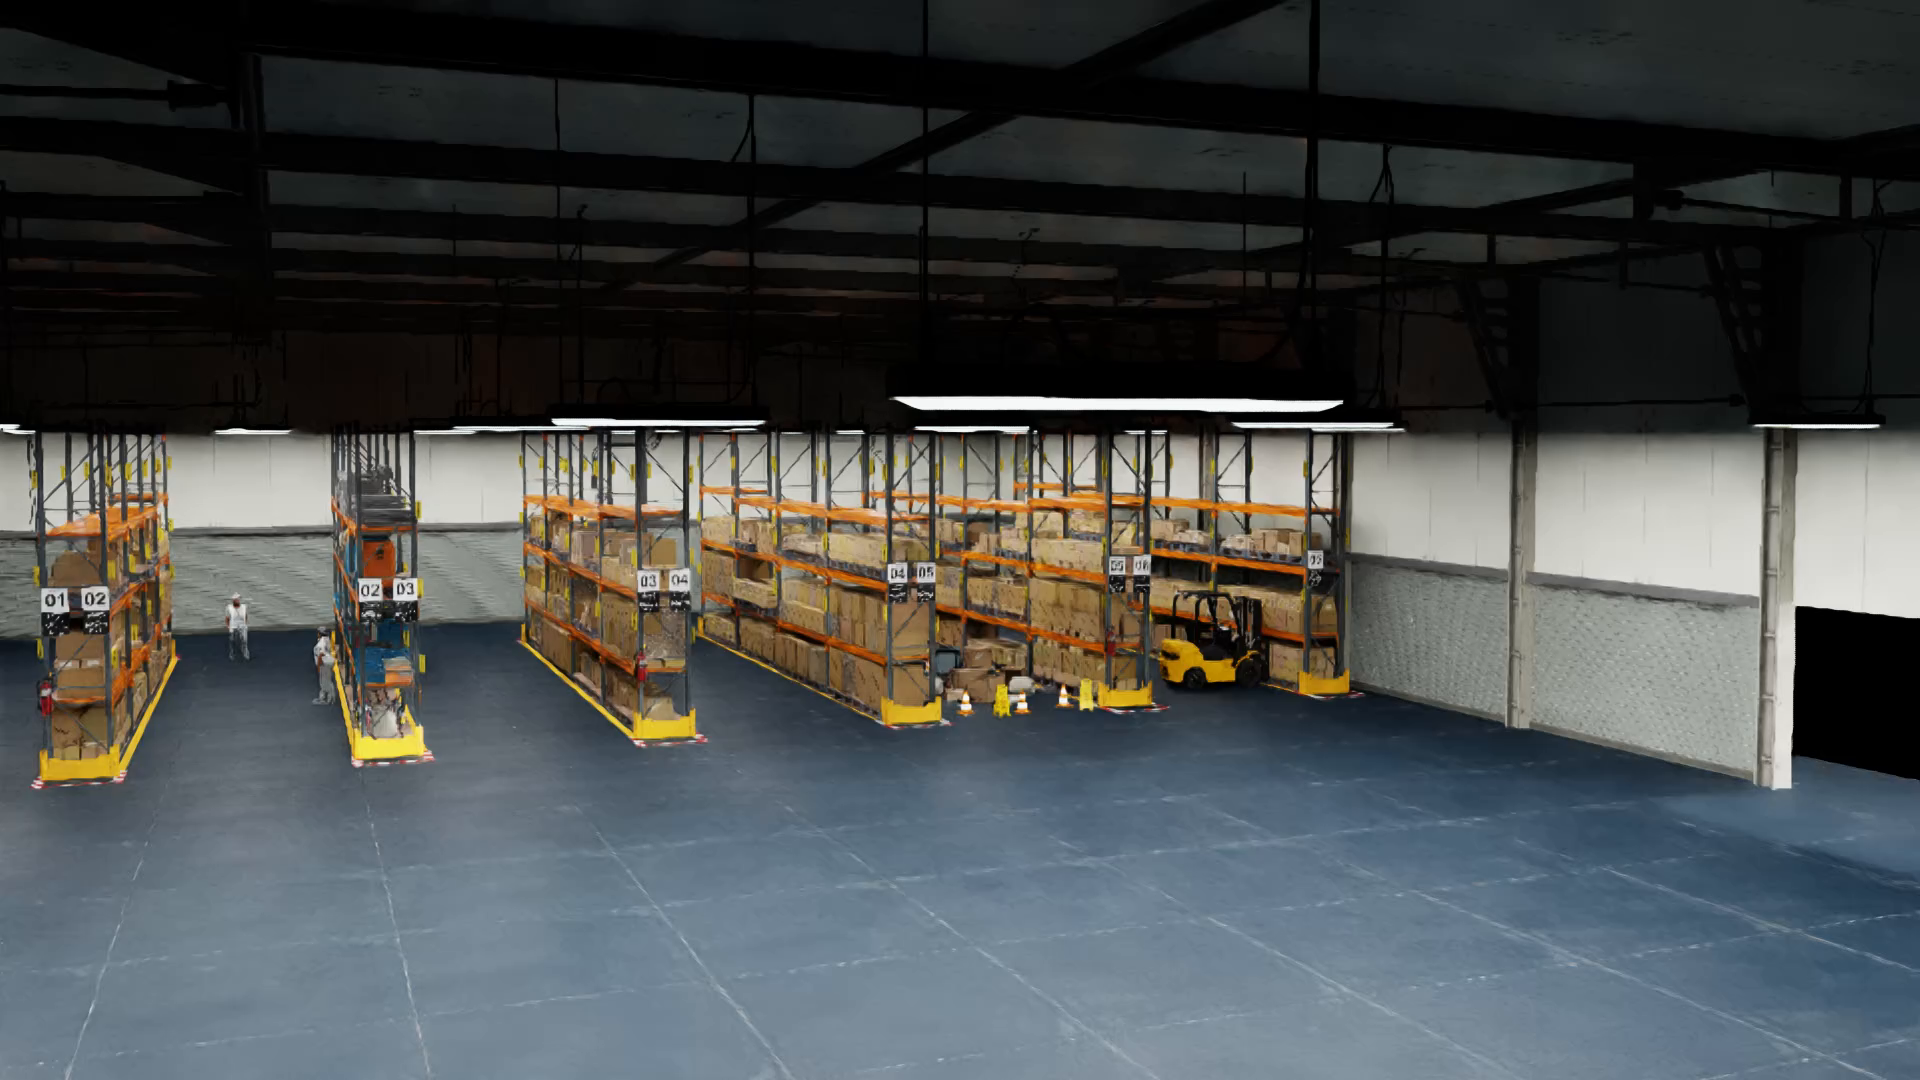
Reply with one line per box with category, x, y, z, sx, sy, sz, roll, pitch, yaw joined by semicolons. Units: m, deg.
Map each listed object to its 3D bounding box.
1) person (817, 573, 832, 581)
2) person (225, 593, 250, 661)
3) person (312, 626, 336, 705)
person;-4.212;1.627;51.712;0.579;1.742;0.605;2;4;26
person;-18.373;2.210;42.260;0.554;1.724;1.031;-2;4;-31
person;-13.585;2.665;35.447;0.551;1.656;0.625;0;4;-7
